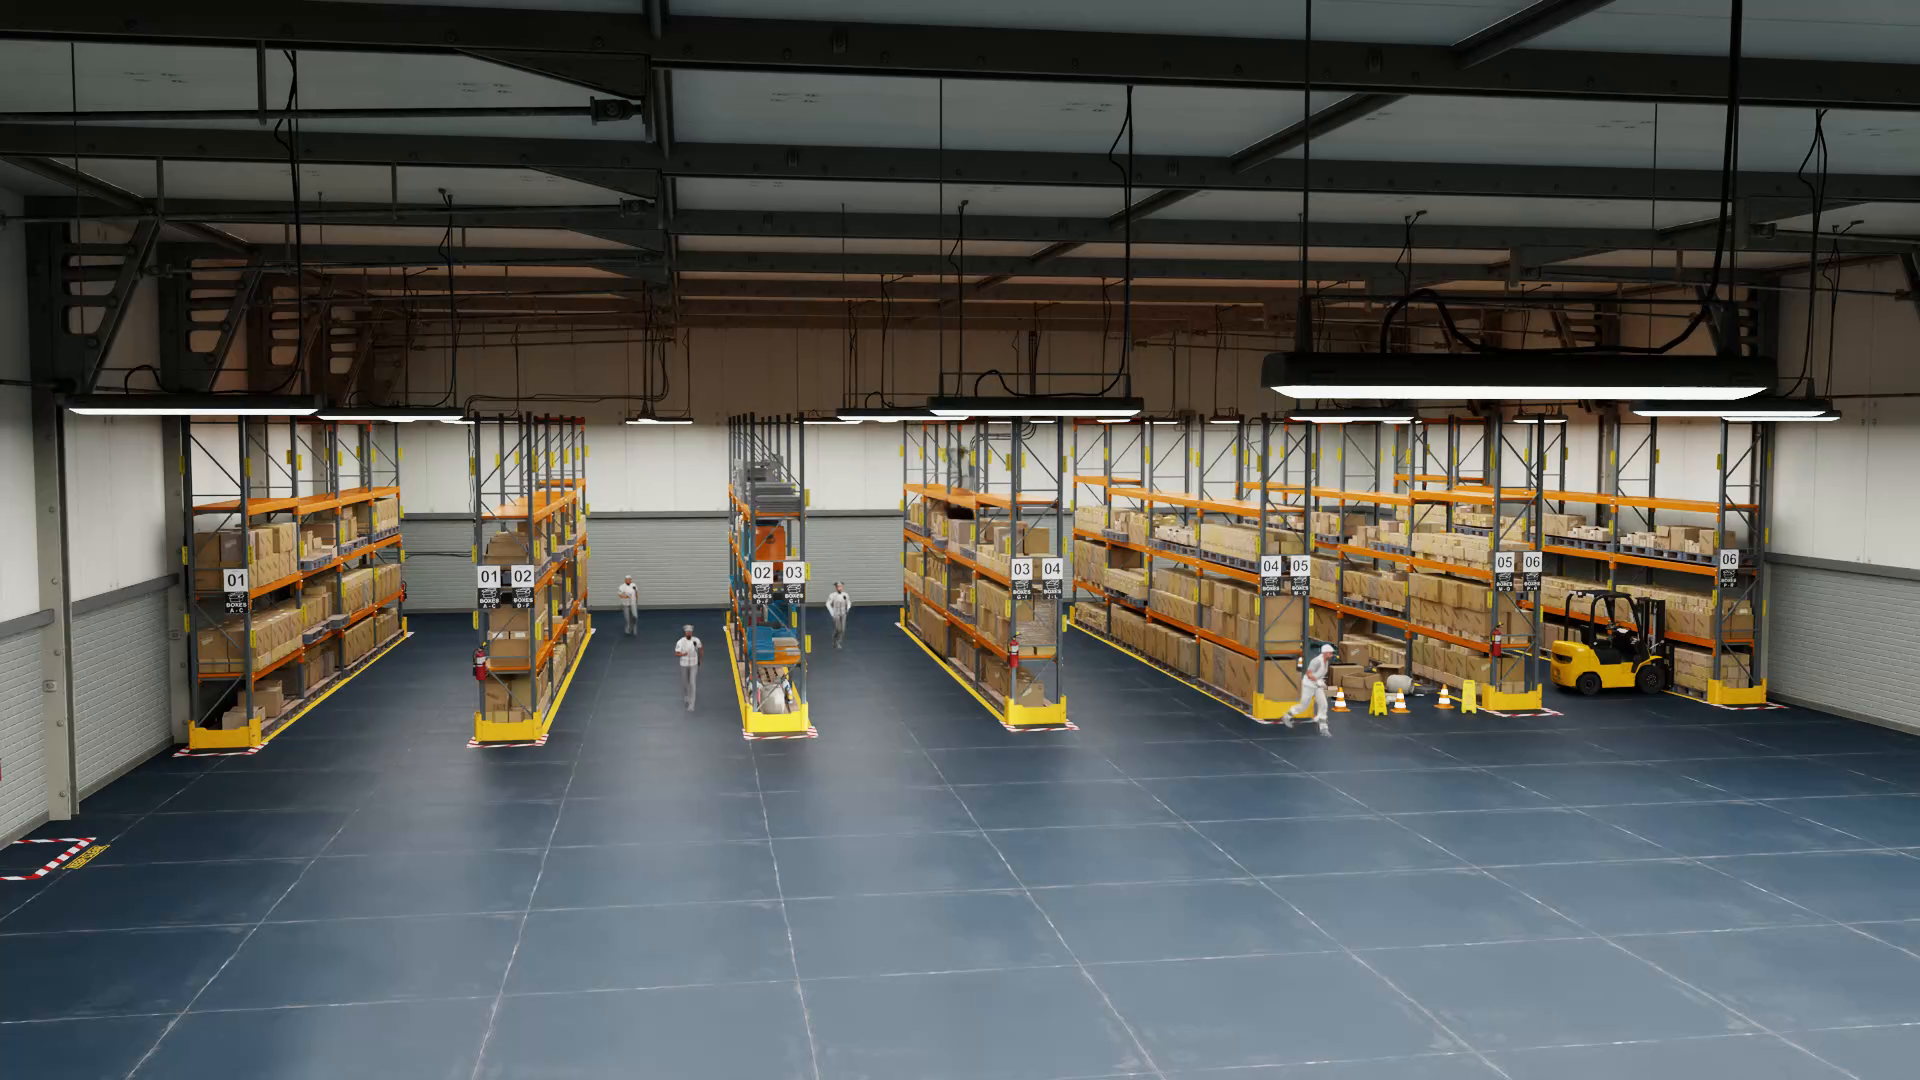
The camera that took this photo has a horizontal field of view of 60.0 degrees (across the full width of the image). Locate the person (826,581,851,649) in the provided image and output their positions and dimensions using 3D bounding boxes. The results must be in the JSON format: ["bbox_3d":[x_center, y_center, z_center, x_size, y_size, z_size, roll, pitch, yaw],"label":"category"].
[{"bbox_3d":[-2.934,1.838,40.758,0.604,1.667,0.529,-1,4,-19],"label":"person"}]

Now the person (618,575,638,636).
[{"bbox_3d":[-9.113,1.806,45.702,0.563,1.710,0.740,-1,4,-21],"label":"person"}]

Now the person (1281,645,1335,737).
[{"bbox_3d":[6.495,2.781,31.002,1.055,1.733,0.694,2,5,32],"label":"person"}]

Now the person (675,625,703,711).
[{"bbox_3d":[-5.498,2.561,33.750,0.566,1.692,0.929,-1,4,-8],"label":"person"}]

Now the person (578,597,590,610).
[{"bbox_3d":[-10.924,1.611,47.731,0.521,1.744,0.708,0,4,1],"label":"person"}]
